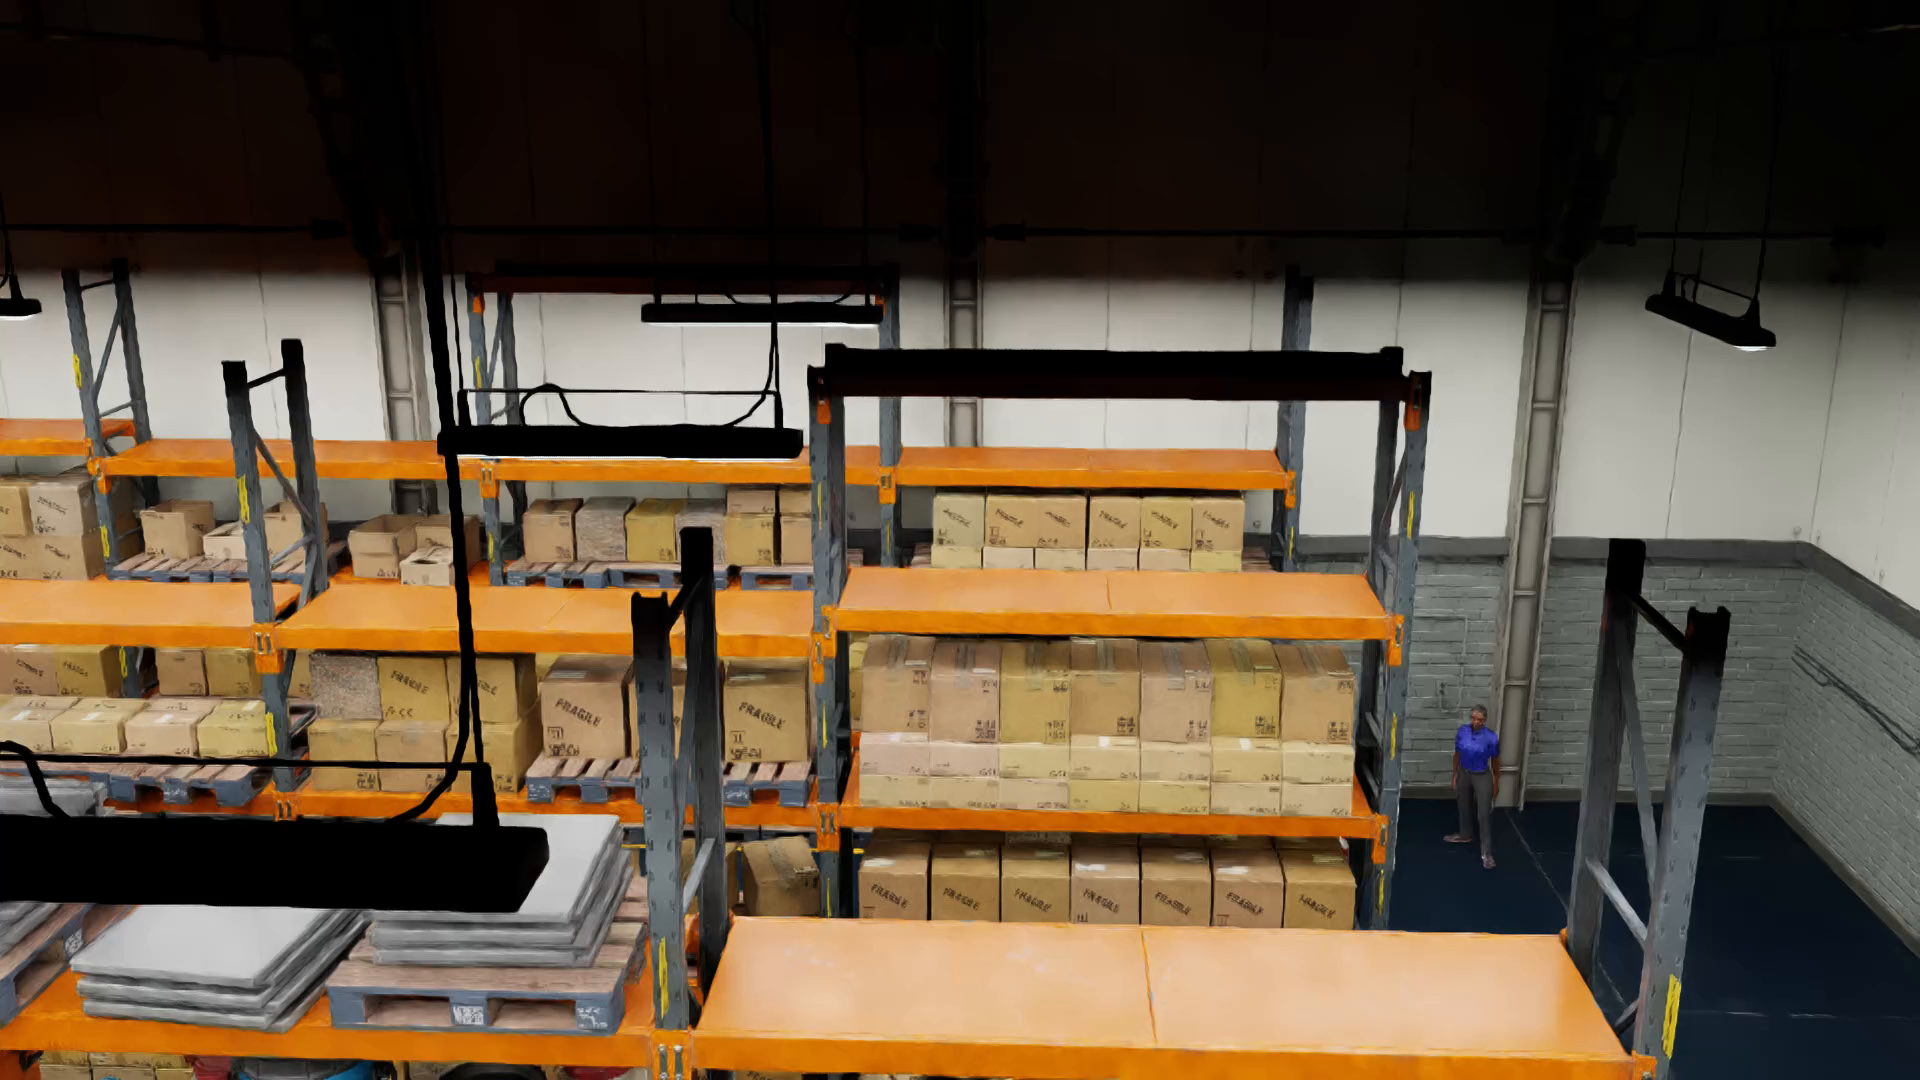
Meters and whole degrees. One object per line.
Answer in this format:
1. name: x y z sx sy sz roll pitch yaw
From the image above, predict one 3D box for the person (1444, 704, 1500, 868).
1. person: 5.334 2.505 17.128 0.697 1.574 0.560 14 21 39
